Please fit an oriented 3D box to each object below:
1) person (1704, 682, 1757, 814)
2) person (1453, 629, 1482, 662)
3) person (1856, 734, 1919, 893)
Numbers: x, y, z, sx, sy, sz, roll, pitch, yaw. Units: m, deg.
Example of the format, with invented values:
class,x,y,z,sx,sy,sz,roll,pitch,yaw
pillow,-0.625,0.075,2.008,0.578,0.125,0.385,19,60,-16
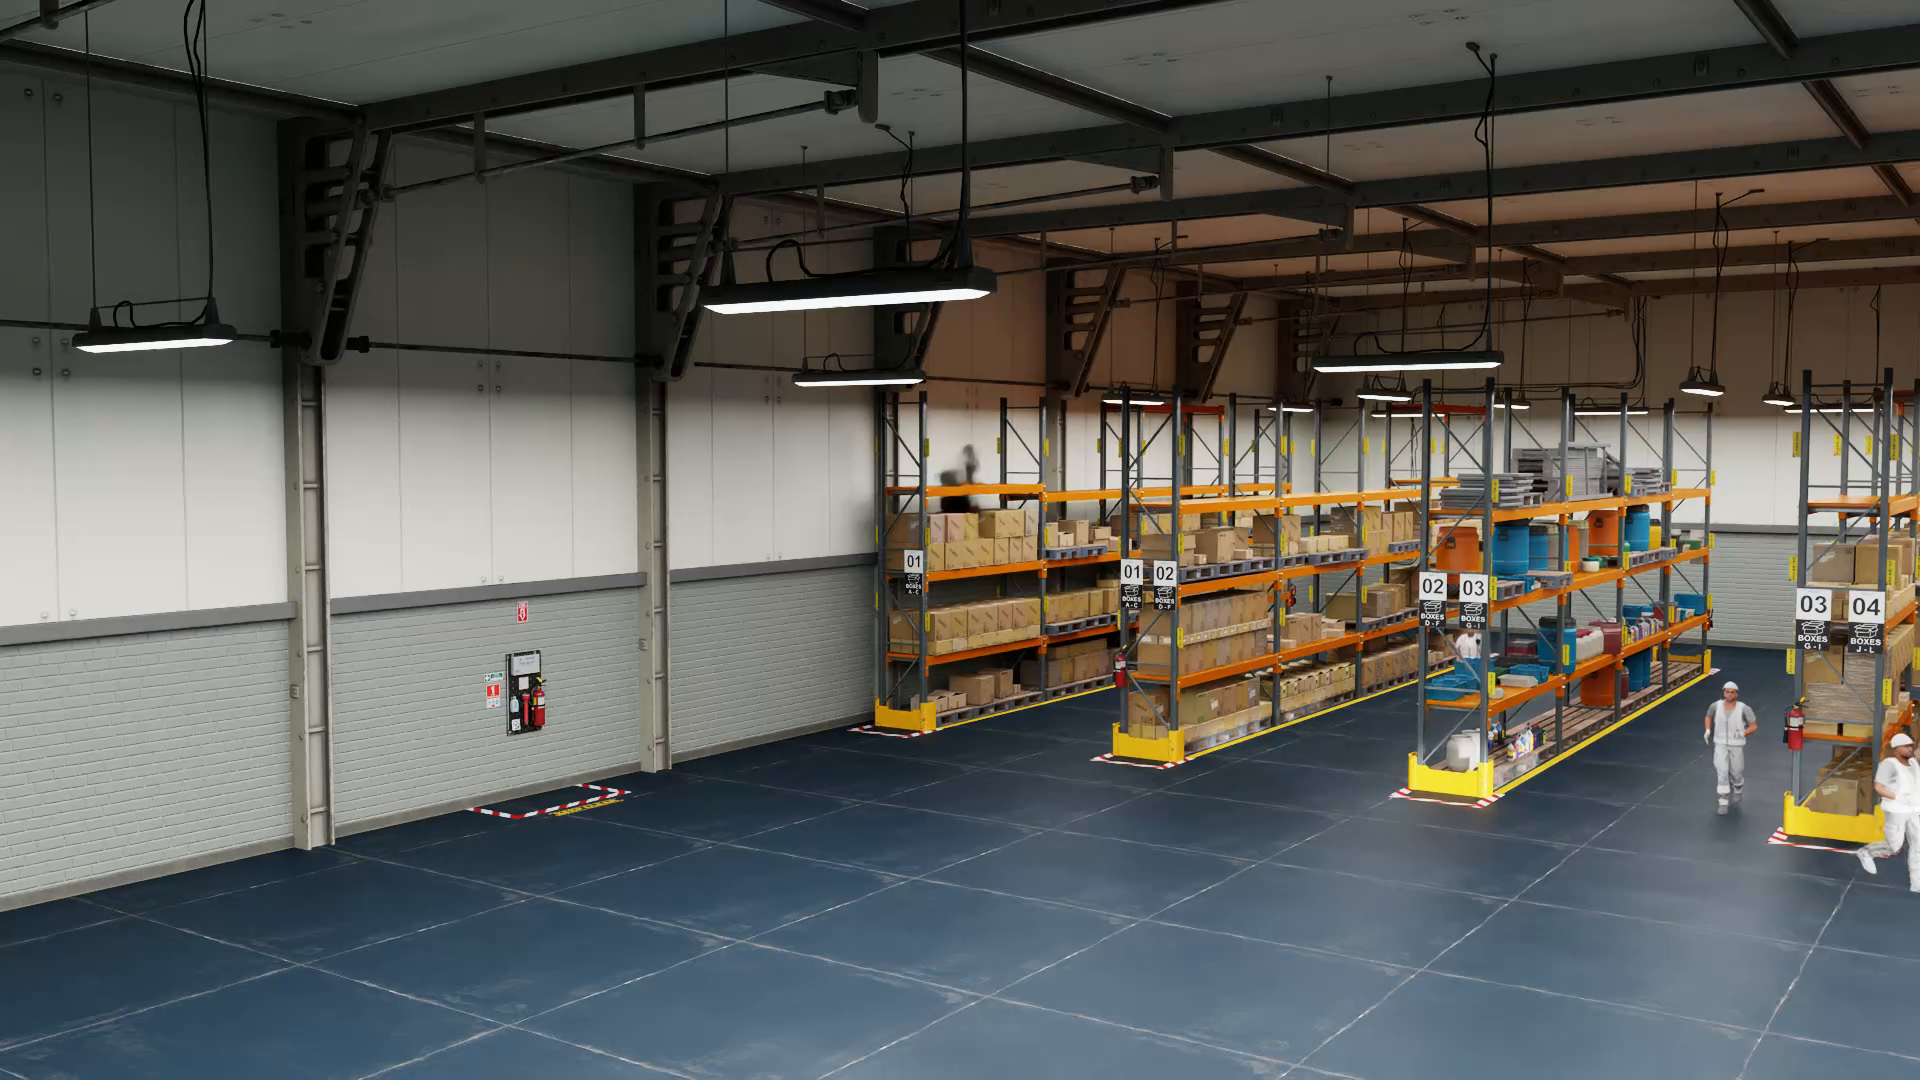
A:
class,x,y,z,sx,sy,sz,roll,pitch,yaw
person,10.583,2.830,22.872,0.680,1.776,0.884,2,4,32
person,9.724,2.377,31.671,0.659,1.727,0.622,1,4,25
person,10.618,3.066,18.798,0.695,1.768,0.953,-1,3,-19
